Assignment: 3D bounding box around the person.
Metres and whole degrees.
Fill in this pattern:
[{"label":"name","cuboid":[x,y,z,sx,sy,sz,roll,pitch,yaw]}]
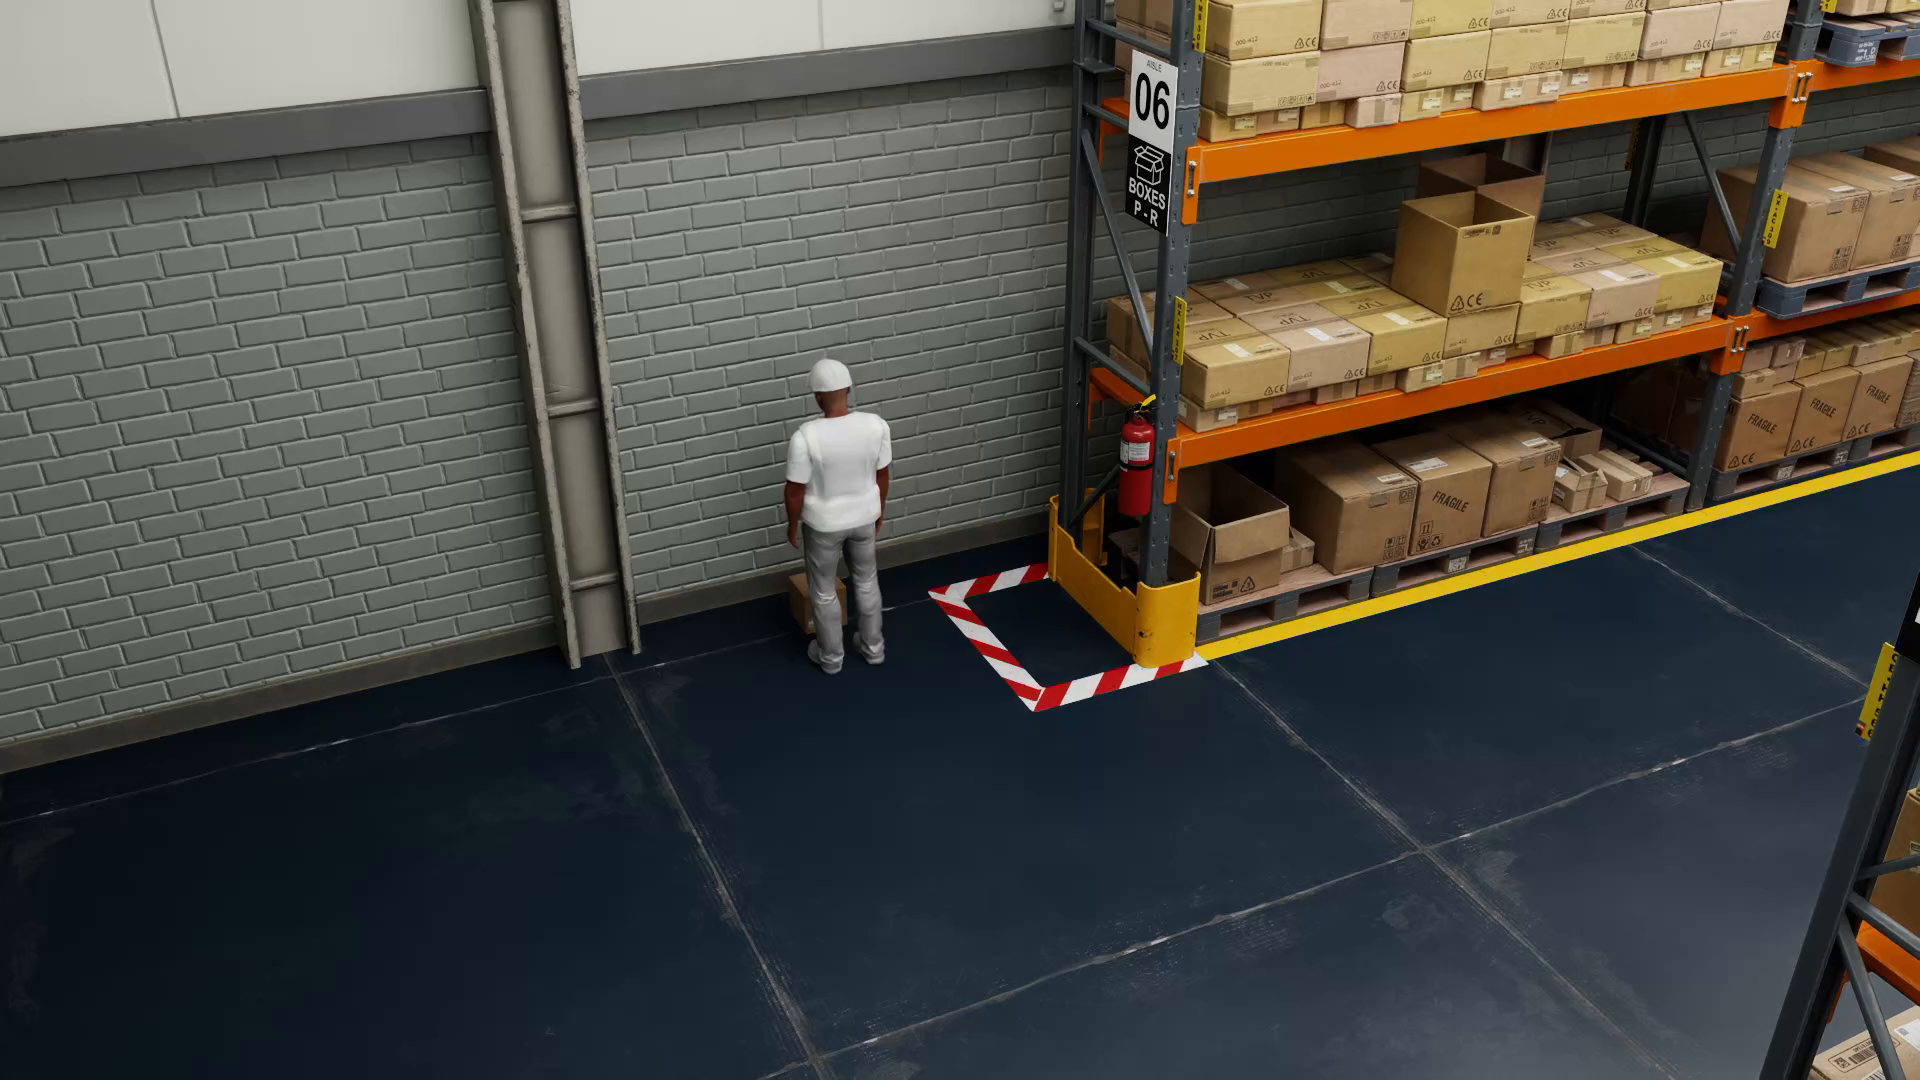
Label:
[{"label":"person","cuboid":[-0.635,-0.116,8.643,0.566,1.766,0.362,-12,32,-21]}]
